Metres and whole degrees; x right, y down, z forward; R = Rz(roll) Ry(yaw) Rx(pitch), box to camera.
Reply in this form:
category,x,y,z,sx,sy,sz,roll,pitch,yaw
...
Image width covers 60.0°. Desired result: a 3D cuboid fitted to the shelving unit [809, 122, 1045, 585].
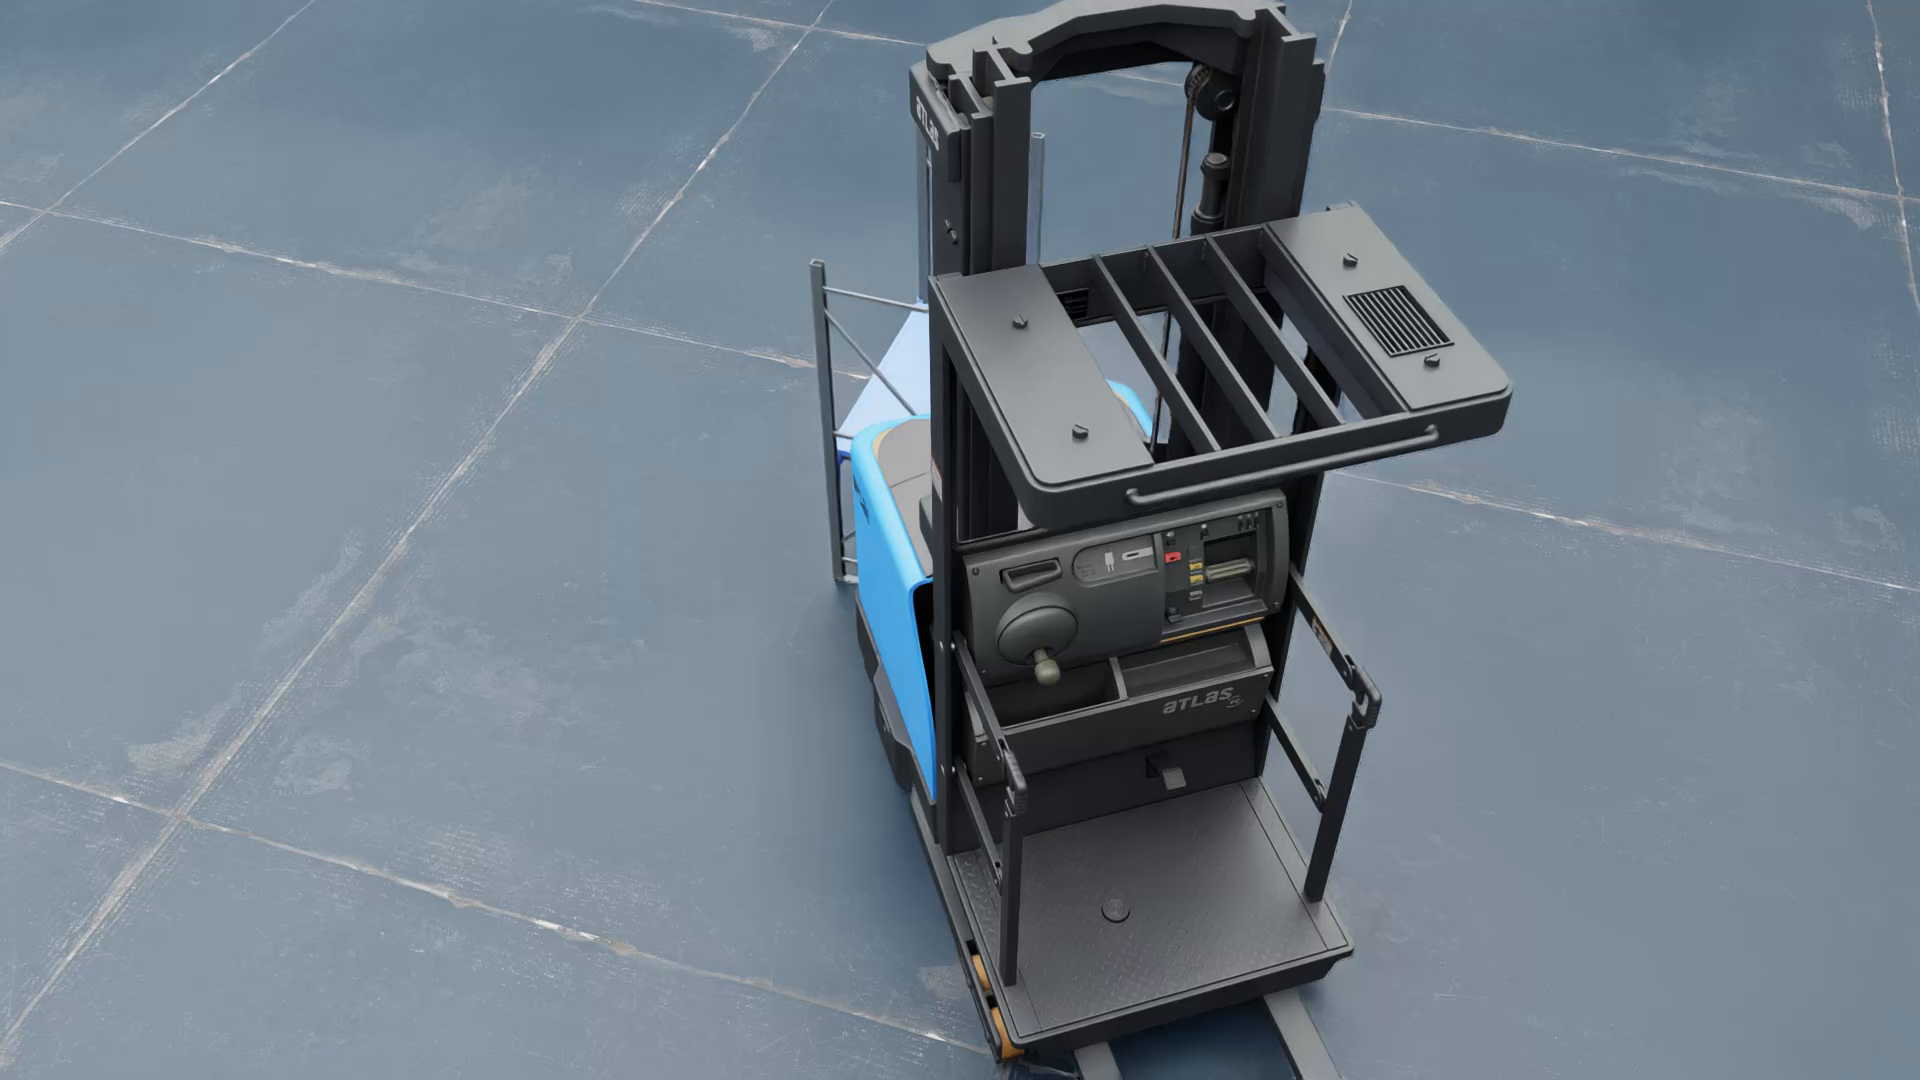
category,x,y,z,sx,sy,sz,roll,pitch,yaw
shelving unit,-0.095,-0.673,6.366,0.538,1.500,1.048,14,46,14

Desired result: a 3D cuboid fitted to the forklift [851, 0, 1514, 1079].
category,x,y,z,sx,sy,sz,roll,pitch,yaw
forklift,0.534,0.226,4.424,1.130,2.935,3.031,-12,46,-12

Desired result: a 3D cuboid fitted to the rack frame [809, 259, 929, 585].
category,x,y,z,sx,sy,sz,roll,pitch,yaw
rack frame,-0.262,-0.337,6.023,0.500,1.500,0.032,14,46,14

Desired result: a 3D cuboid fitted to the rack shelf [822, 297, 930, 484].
category,x,y,z,sx,sy,sz,roll,pitch,yaw
rack shelf,-0.095,-0.545,6.491,0.538,0.185,1.000,14,46,14

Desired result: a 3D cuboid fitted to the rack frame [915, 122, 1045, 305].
category,x,y,z,sx,sy,sz,roll,pitch,yaw
rack frame,0.073,-1.009,6.709,0.500,1.500,0.032,14,46,14
